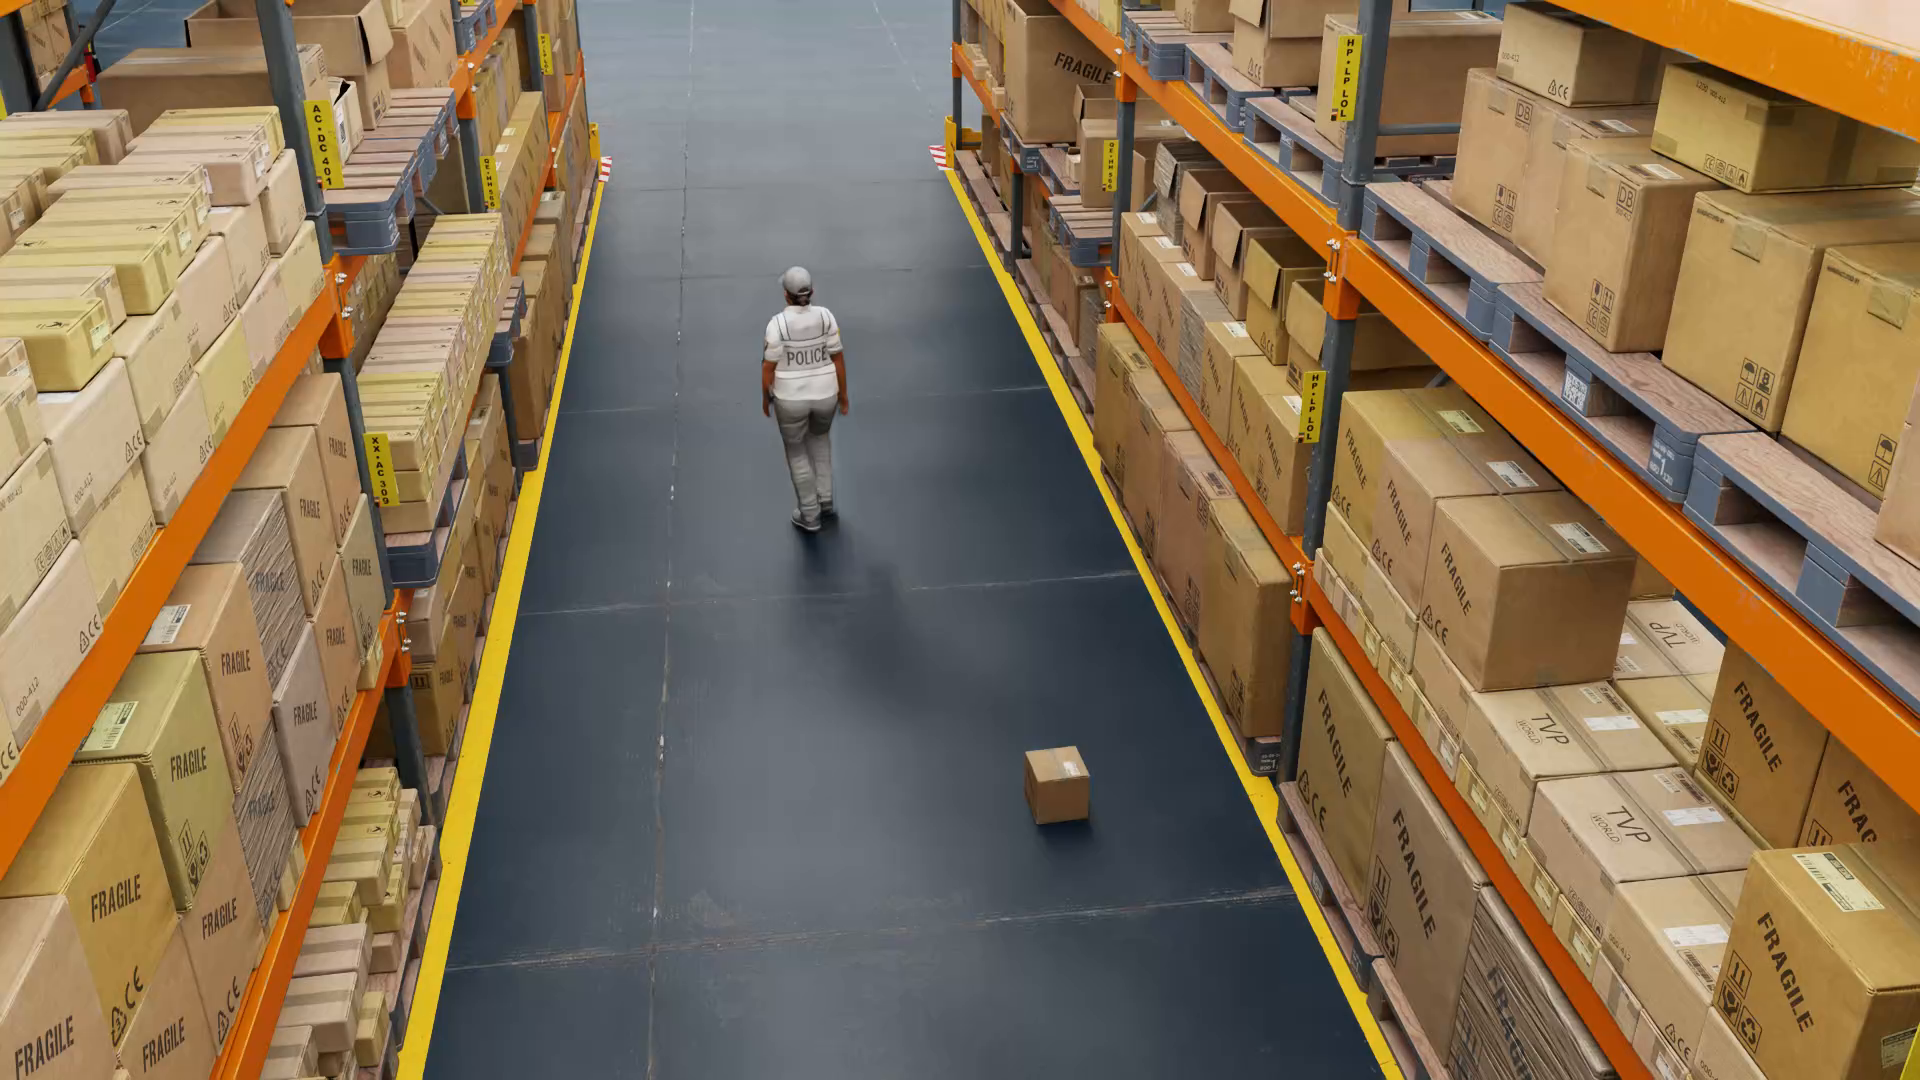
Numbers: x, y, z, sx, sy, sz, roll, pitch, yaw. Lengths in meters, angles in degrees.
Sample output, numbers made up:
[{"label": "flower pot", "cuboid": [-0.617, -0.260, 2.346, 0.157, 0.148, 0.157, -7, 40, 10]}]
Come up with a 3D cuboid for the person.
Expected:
[{"label": "person", "cuboid": [-0.952, -0.848, 10.305, 0.529, 1.736, 0.501, -13, 30, -24]}]
